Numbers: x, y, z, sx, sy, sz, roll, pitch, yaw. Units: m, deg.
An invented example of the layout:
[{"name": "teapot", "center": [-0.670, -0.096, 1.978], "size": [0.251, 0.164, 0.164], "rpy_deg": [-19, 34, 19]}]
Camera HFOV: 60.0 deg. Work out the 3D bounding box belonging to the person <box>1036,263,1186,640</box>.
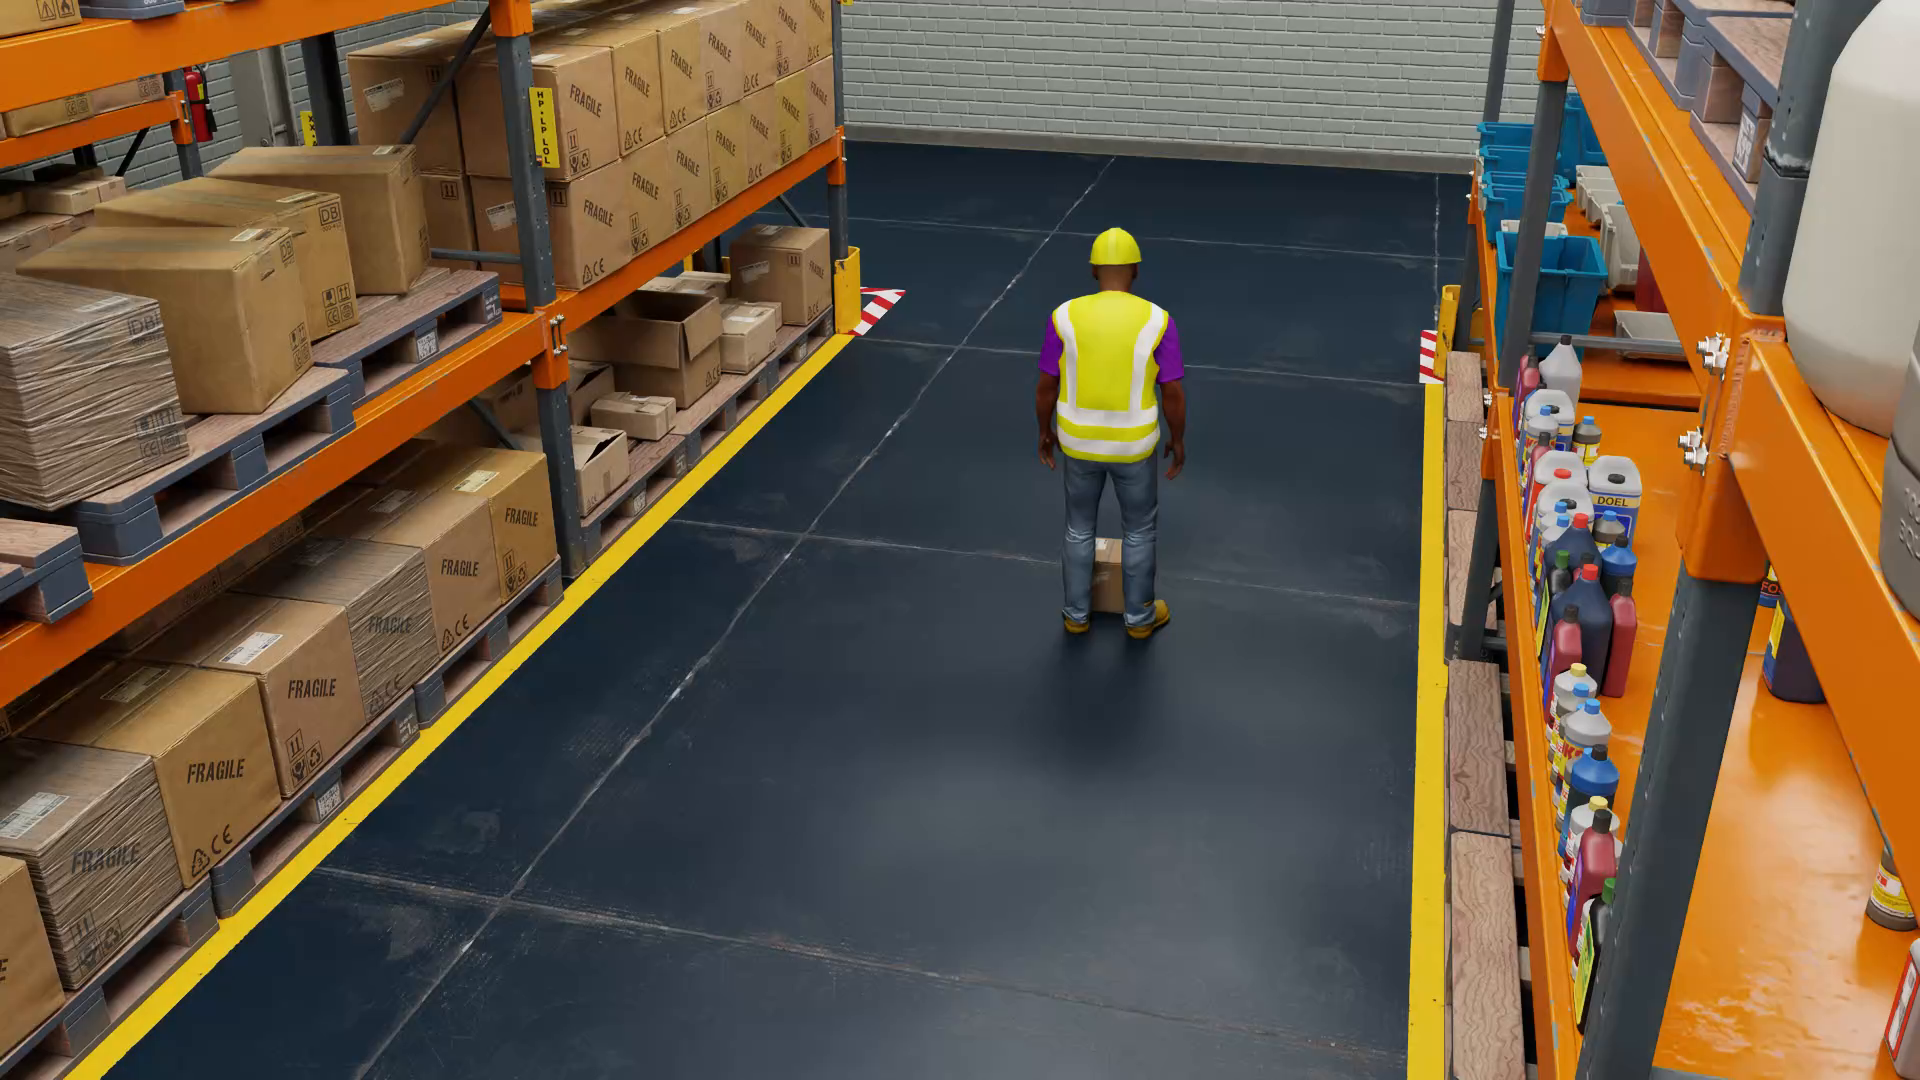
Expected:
[{"name": "person", "center": [12.435, -3.847, 5.761], "size": [23.378, 9.002, 6.770], "rpy_deg": [6, 26, 13]}]
